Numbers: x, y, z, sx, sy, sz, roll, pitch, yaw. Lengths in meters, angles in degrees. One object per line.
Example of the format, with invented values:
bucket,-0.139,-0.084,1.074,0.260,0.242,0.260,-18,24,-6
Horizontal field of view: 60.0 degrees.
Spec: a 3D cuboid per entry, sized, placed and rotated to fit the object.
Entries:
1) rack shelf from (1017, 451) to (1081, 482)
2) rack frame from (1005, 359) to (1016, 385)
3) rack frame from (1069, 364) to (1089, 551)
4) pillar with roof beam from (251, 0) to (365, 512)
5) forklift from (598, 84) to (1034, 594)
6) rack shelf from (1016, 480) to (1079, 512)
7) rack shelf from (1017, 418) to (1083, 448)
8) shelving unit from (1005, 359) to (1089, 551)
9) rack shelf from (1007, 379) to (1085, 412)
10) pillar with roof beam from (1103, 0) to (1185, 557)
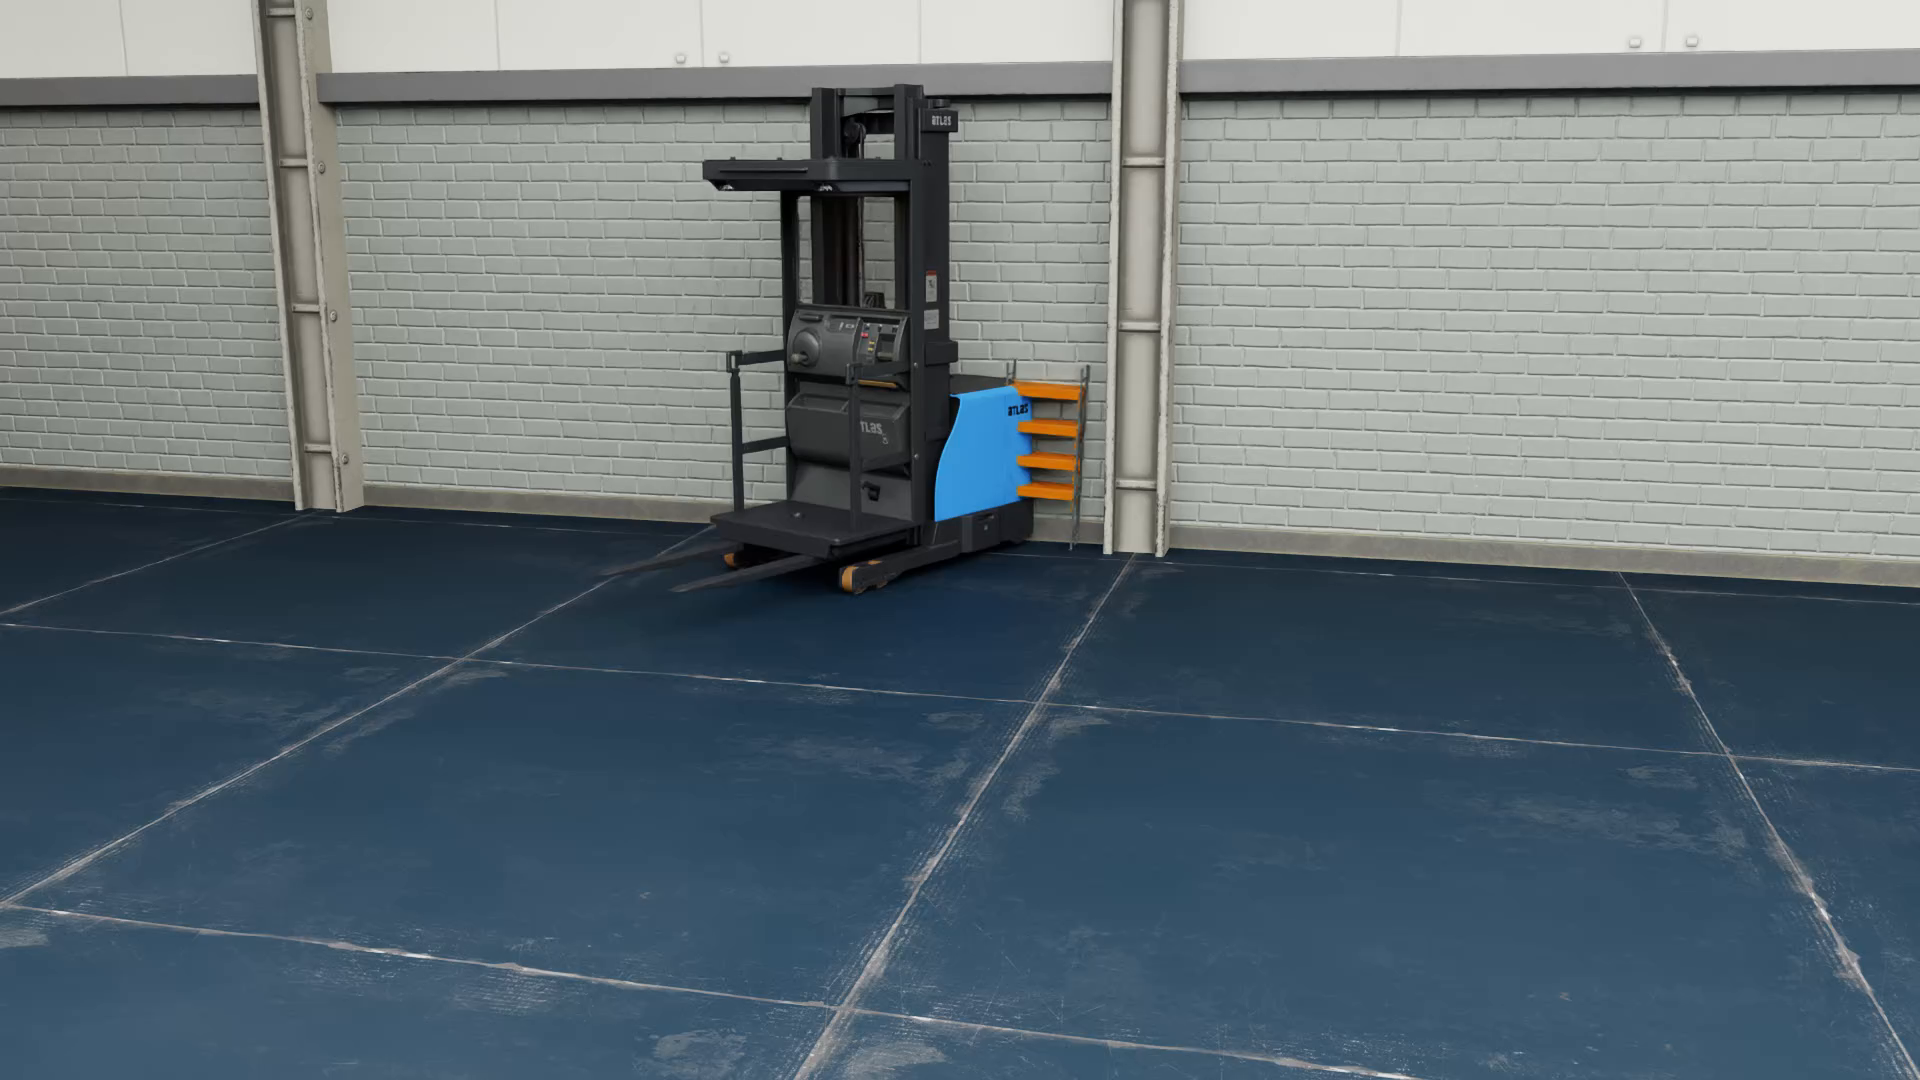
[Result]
rack shelf,0.542,-0.497,10.958,0.480,0.148,0.258,6,13,13
rack frame,0.308,-0.586,10.997,0.015,1.200,0.240,6,13,13
rack frame,0.782,-0.539,10.889,0.015,1.200,0.240,6,13,13
pillar with roof beam,-5.697,-3.733,7.282,0.400,9.000,9.100,3,13,14
forklift,-0.828,-1.234,10.030,1.130,2.935,3.031,10,16,38
rack shelf,0.533,-0.303,11.001,0.480,0.148,0.258,6,13,13
rack shelf,0.553,-0.715,10.909,0.480,0.148,0.258,6,13,13
shelving unit,0.545,-0.562,10.943,0.503,1.200,0.258,6,13,13
rack shelf,0.564,-0.945,10.857,0.480,0.148,0.258,6,13,13
pillar with roof beam,0.129,-3.421,5.878,0.400,9.000,9.100,3,13,14
